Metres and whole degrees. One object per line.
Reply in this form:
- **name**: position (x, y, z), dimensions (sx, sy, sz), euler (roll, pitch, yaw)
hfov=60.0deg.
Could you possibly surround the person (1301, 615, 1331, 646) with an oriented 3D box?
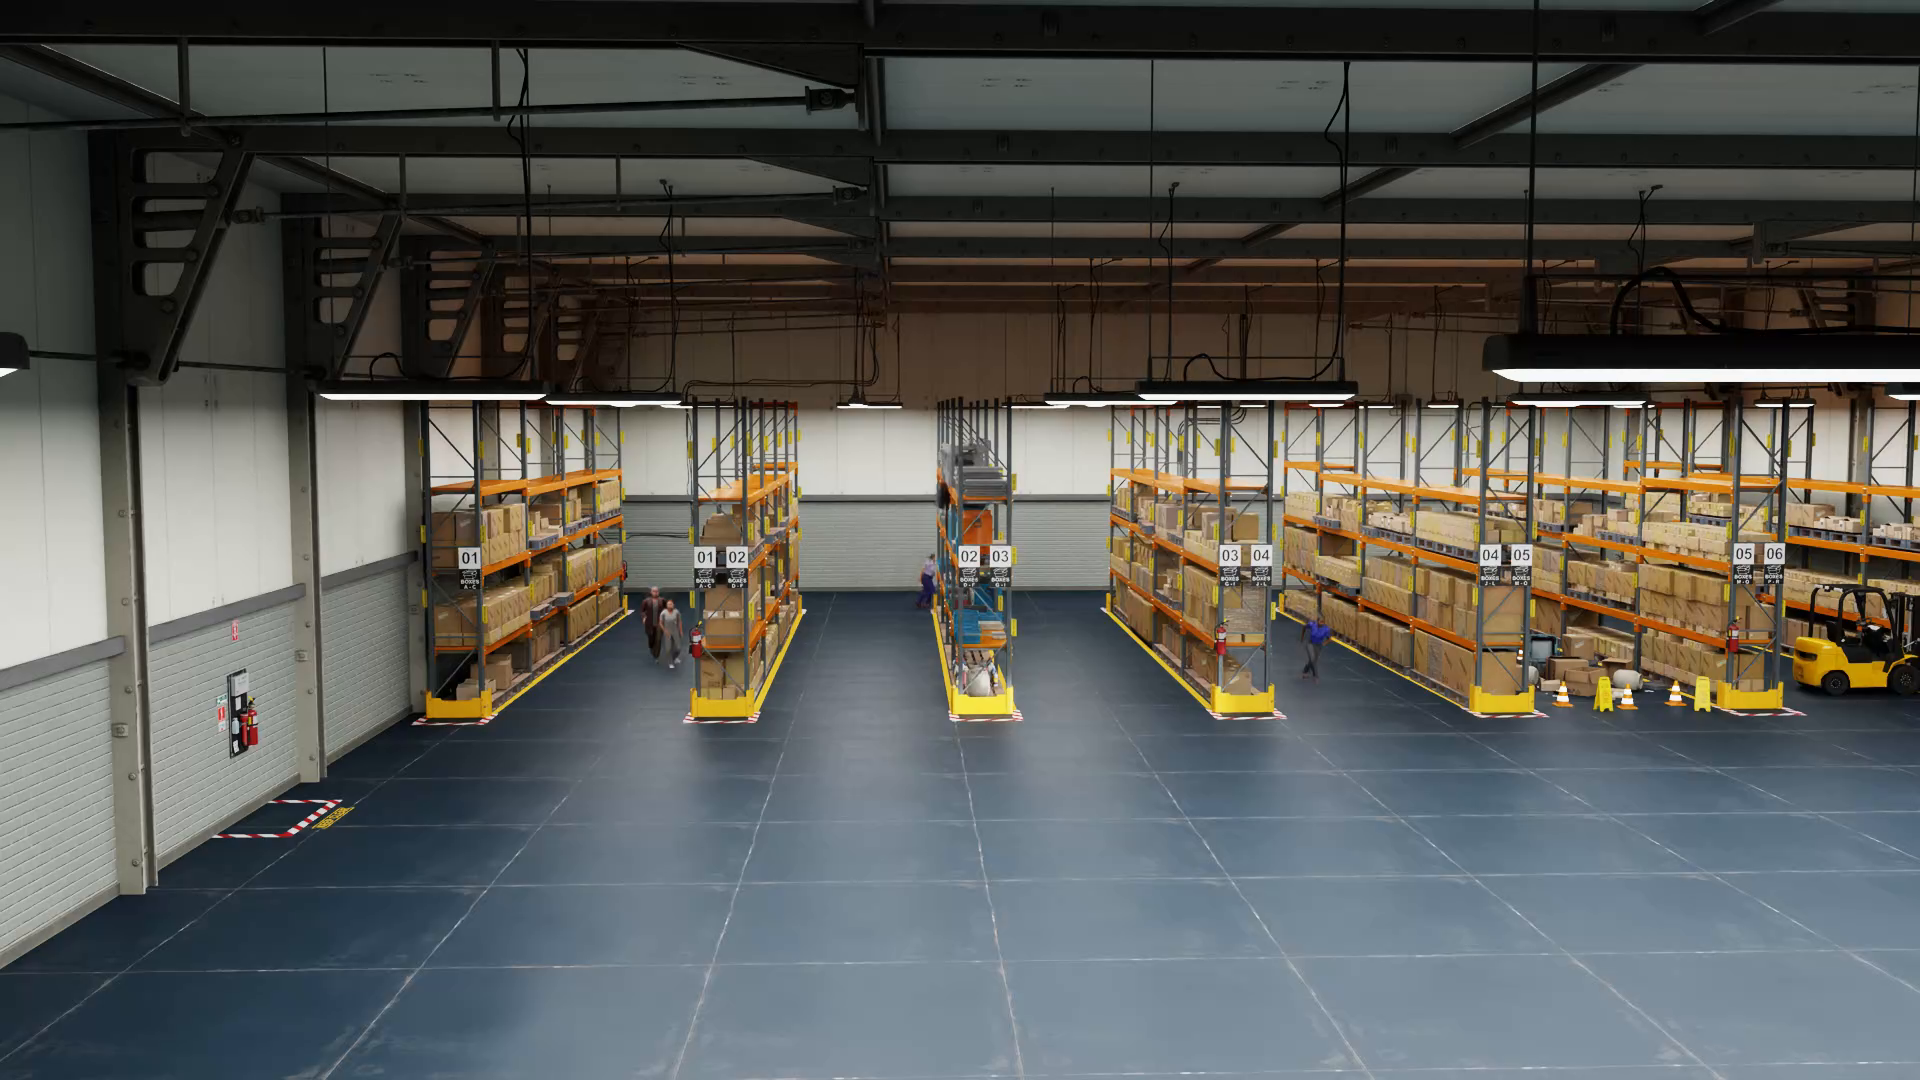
- **person**: position (7.508, 1.887, 34.878), dimensions (0.549, 0.695, 0.708), euler (0, 4, -4)

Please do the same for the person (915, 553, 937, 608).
- **person**: position (-0.928, 1.177, 48.516), dimensions (0.775, 1.592, 0.574), euler (1, 5, 12)

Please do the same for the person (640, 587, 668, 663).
- **person**: position (-6.990, 1.923, 38.115), dimensions (0.690, 1.740, 0.818), euler (-1, 4, -10)

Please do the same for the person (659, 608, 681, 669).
- **person**: position (-6.457, 2.180, 37.034), dimensions (0.542, 1.363, 0.616), euler (-2, 5, -21)
